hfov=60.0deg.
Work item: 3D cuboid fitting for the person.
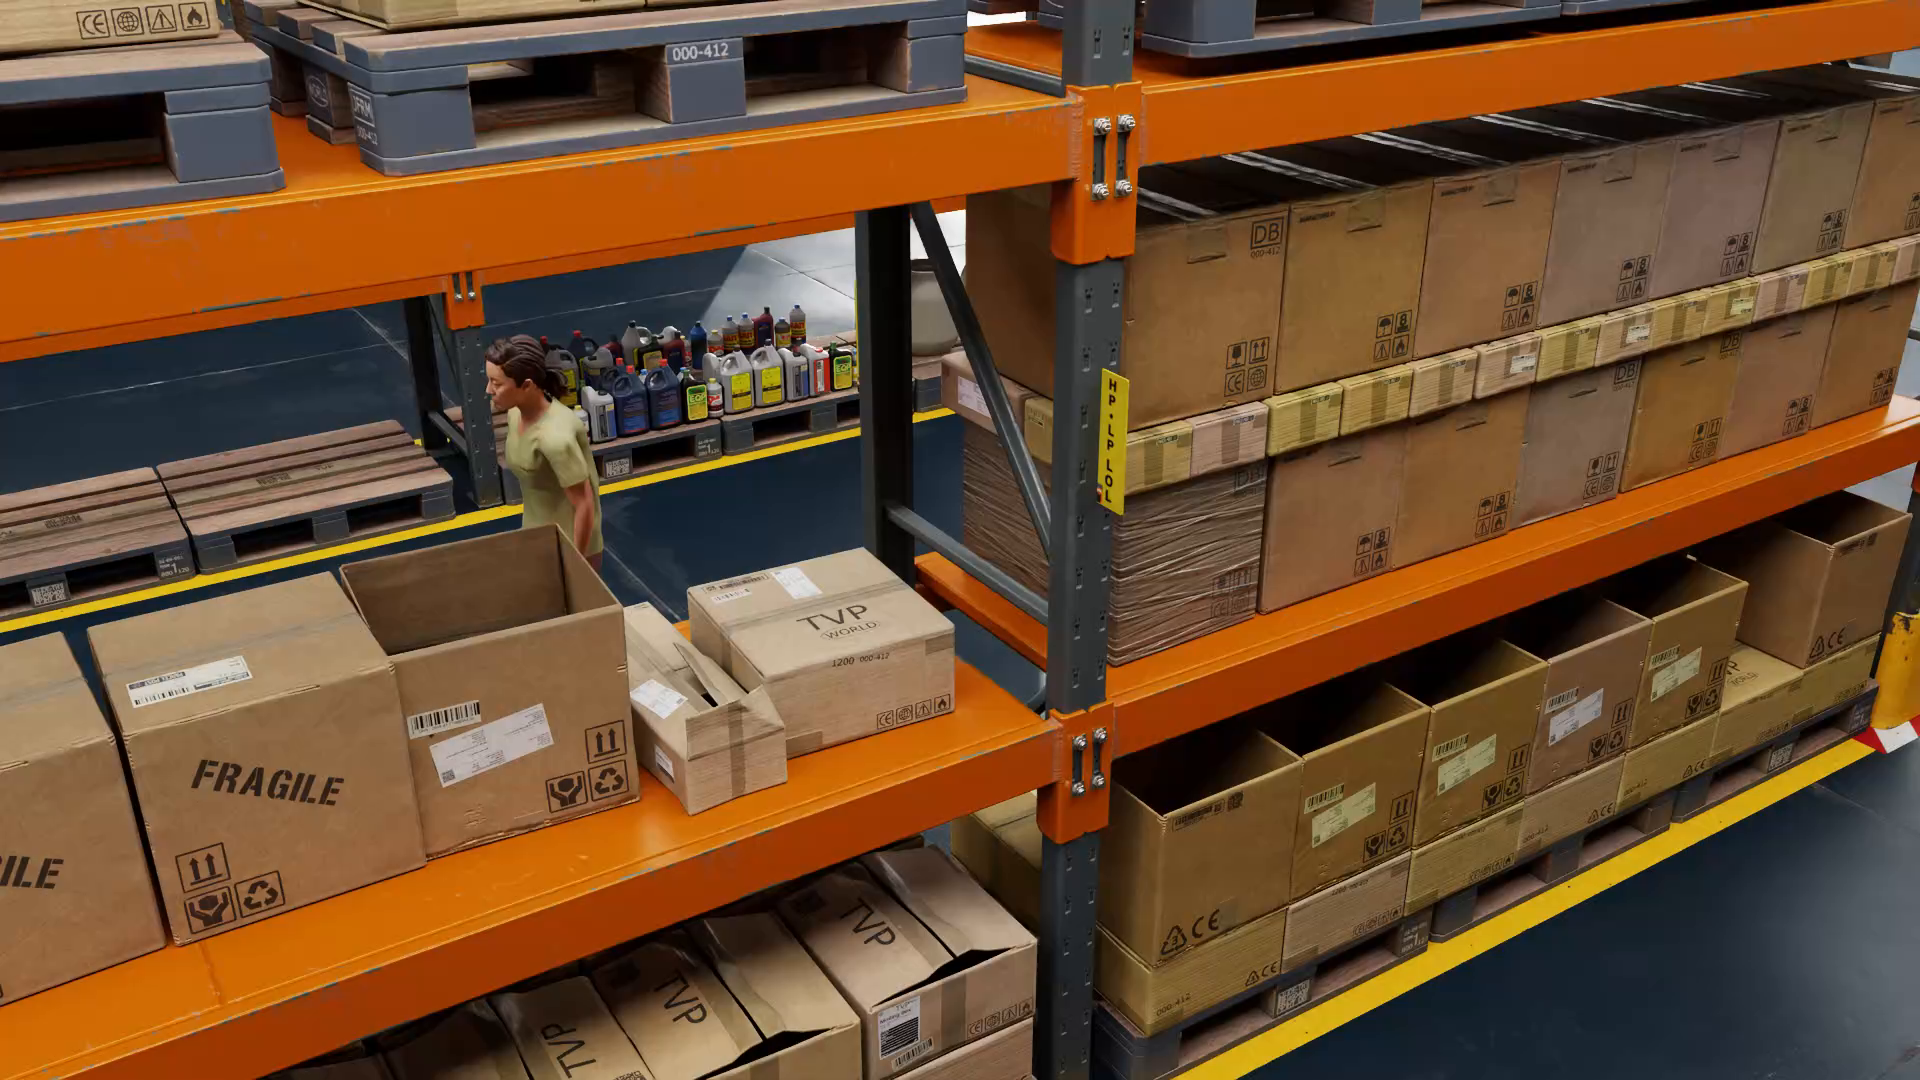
[{"bbox_3d":[-1.474,0.044,6.015,0.353,1.673,0.500,-16,29,-30],"label":"person"}]
